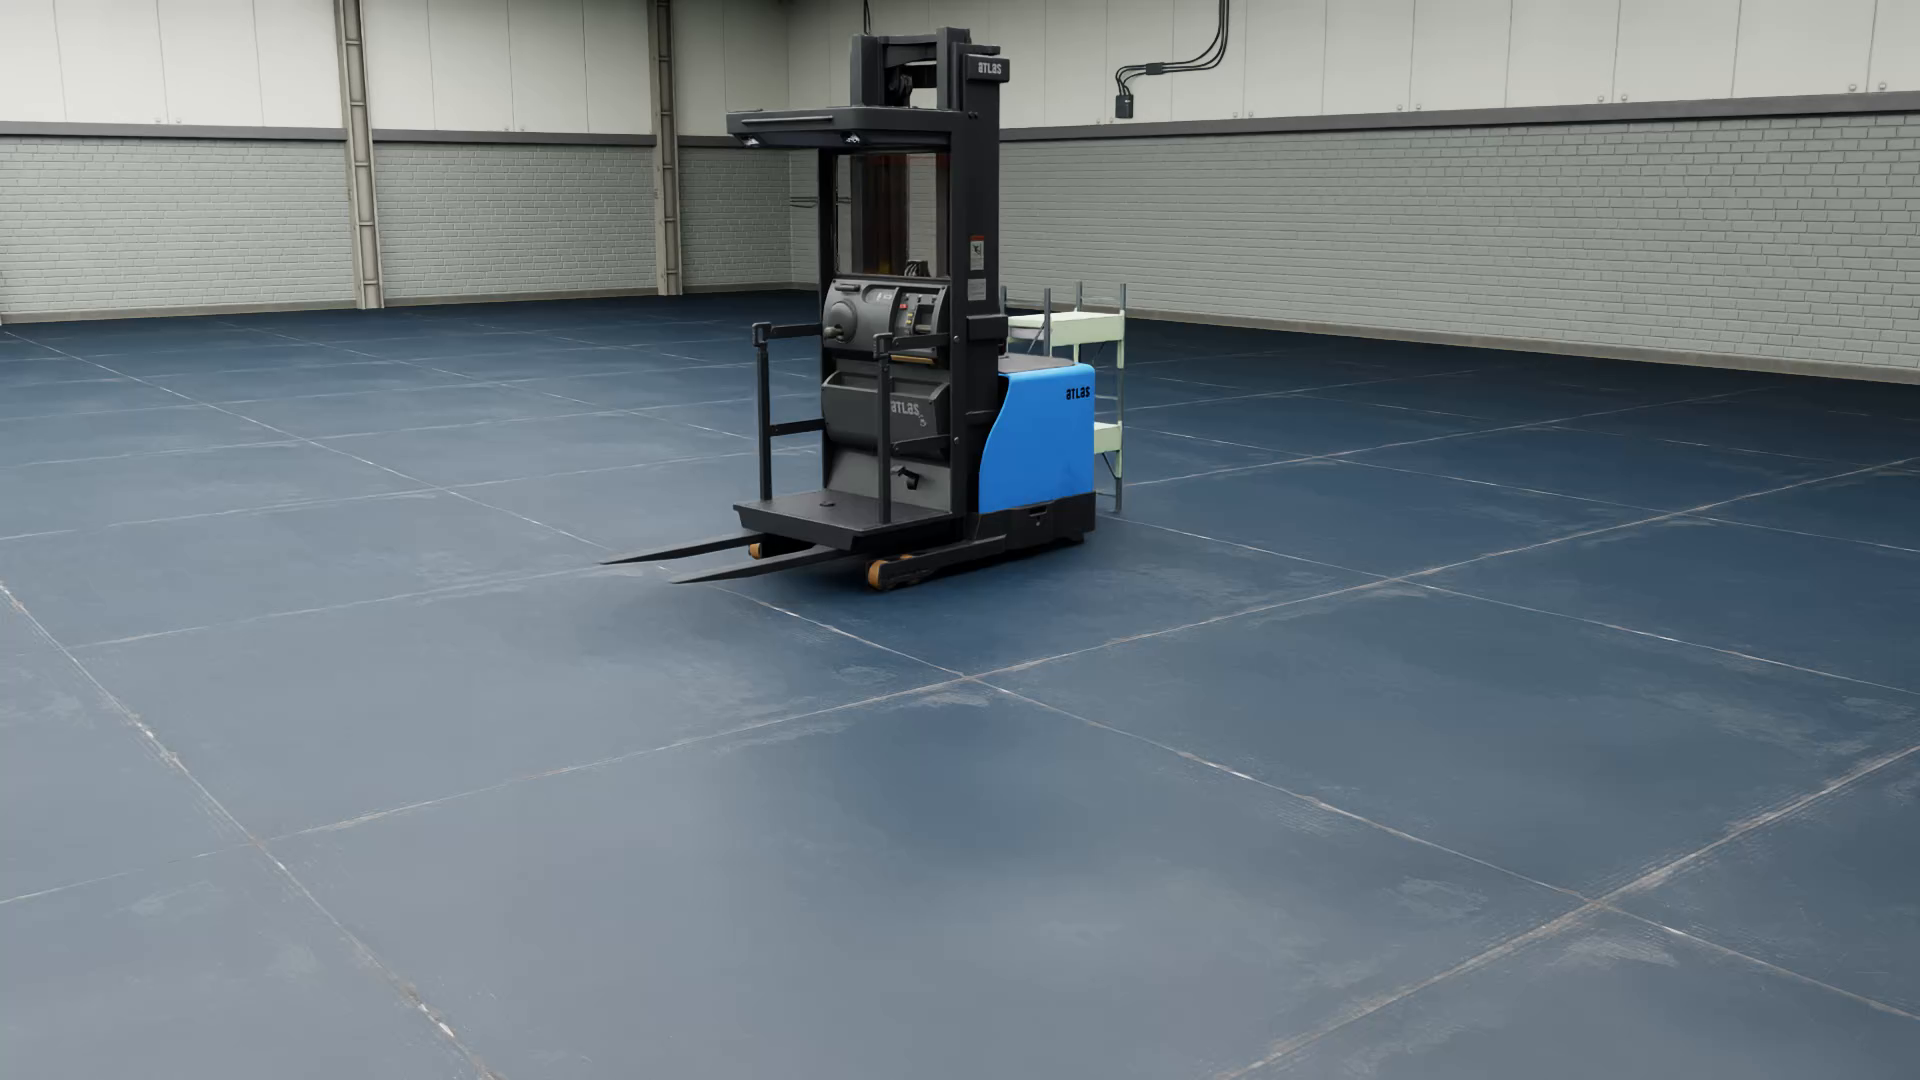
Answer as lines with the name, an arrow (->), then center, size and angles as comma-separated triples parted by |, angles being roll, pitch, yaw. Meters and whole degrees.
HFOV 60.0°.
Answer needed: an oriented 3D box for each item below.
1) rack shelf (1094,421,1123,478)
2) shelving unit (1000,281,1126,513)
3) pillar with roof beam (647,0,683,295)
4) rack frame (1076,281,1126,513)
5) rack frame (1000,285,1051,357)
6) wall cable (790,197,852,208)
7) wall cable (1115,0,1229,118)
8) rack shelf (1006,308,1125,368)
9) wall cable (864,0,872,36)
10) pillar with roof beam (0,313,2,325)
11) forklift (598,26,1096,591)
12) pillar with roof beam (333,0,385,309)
rack shelf -> 0.659, -0.569, 10.767 | 0.431, 0.370, 0.720 | 11, 17, 43
shelving unit -> 0.659, -0.888, 10.699 | 0.431, 1.500, 0.755 | 11, 17, 43
pillar with roof beam -> -3.096, -8.602, 28.974 | 0.400, 9.000, 9.100 | -9, 15, -38
rack frame -> 0.914, -0.942, 10.956 | 0.400, 1.500, 0.023 | 11, 17, 43
rack frame -> 0.404, -0.833, 10.443 | 0.400, 1.500, 0.023 | 11, 17, 43
wall cable -> -2.659, -7.949, 33.375 | 0.112, 2.526, 3.097 | -9, 15, -38
wall cable -> 3.259, -9.590, 25.438 | 0.169, 6.003, 2.305 | -9, 15, -38
rack shelf -> 0.659, -1.270, 10.618 | 0.431, 0.370, 0.720 | 11, 17, 43
wall cable -> -0.969, -9.981, 30.784 | 0.112, 2.526, 3.097 | -9, 15, -38
pillar with roof beam -> -12.467, -7.045, 21.641 | 0.400, 9.000, 9.100 | -9, 15, -38
forklift -> -0.568, -1.282, 9.109 | 1.130, 2.935, 3.031 | 11, 17, 43
pillar with roof beam -> -7.781, -7.823, 25.307 | 0.400, 9.000, 9.100 | -9, 15, -38
